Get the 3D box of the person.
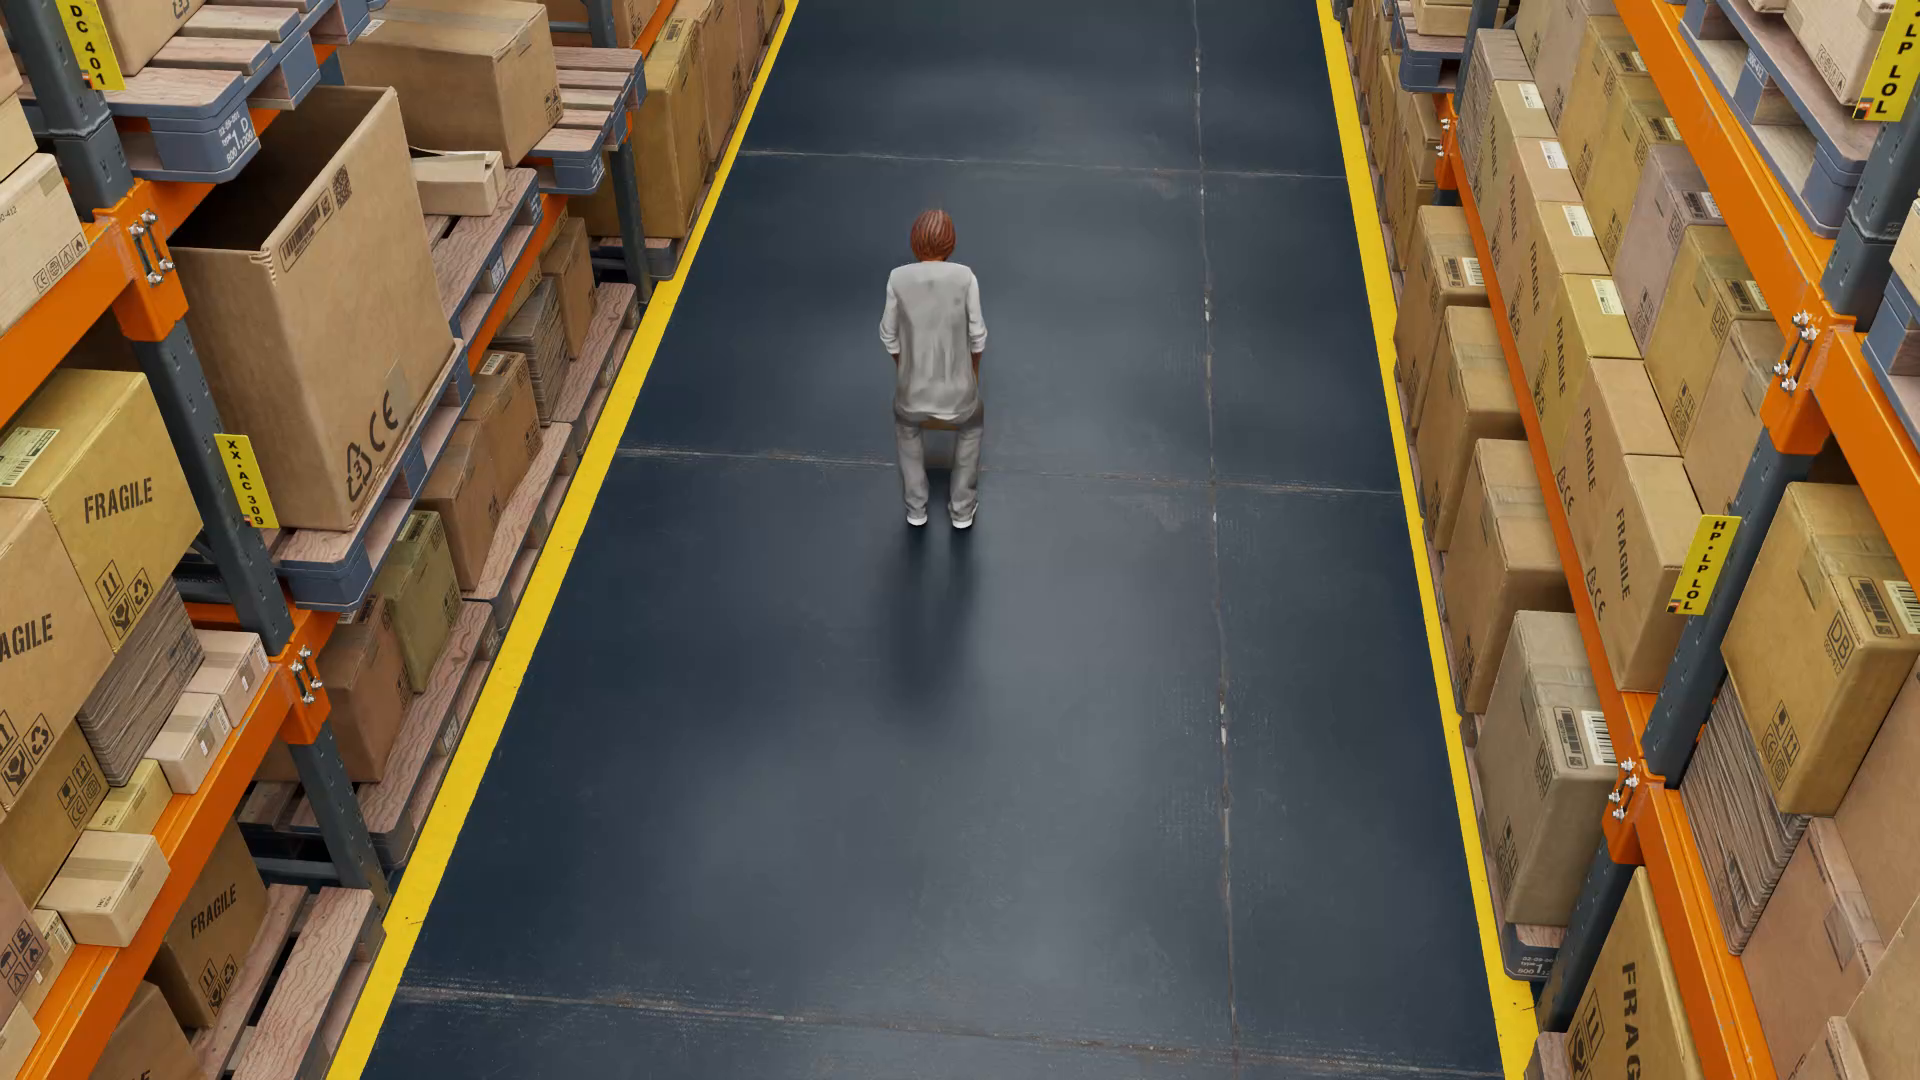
[{"bbox_3d":[-0.114,-0.705,7.083,0.439,1.332,0.560,4,41,4],"label":"person"}]
